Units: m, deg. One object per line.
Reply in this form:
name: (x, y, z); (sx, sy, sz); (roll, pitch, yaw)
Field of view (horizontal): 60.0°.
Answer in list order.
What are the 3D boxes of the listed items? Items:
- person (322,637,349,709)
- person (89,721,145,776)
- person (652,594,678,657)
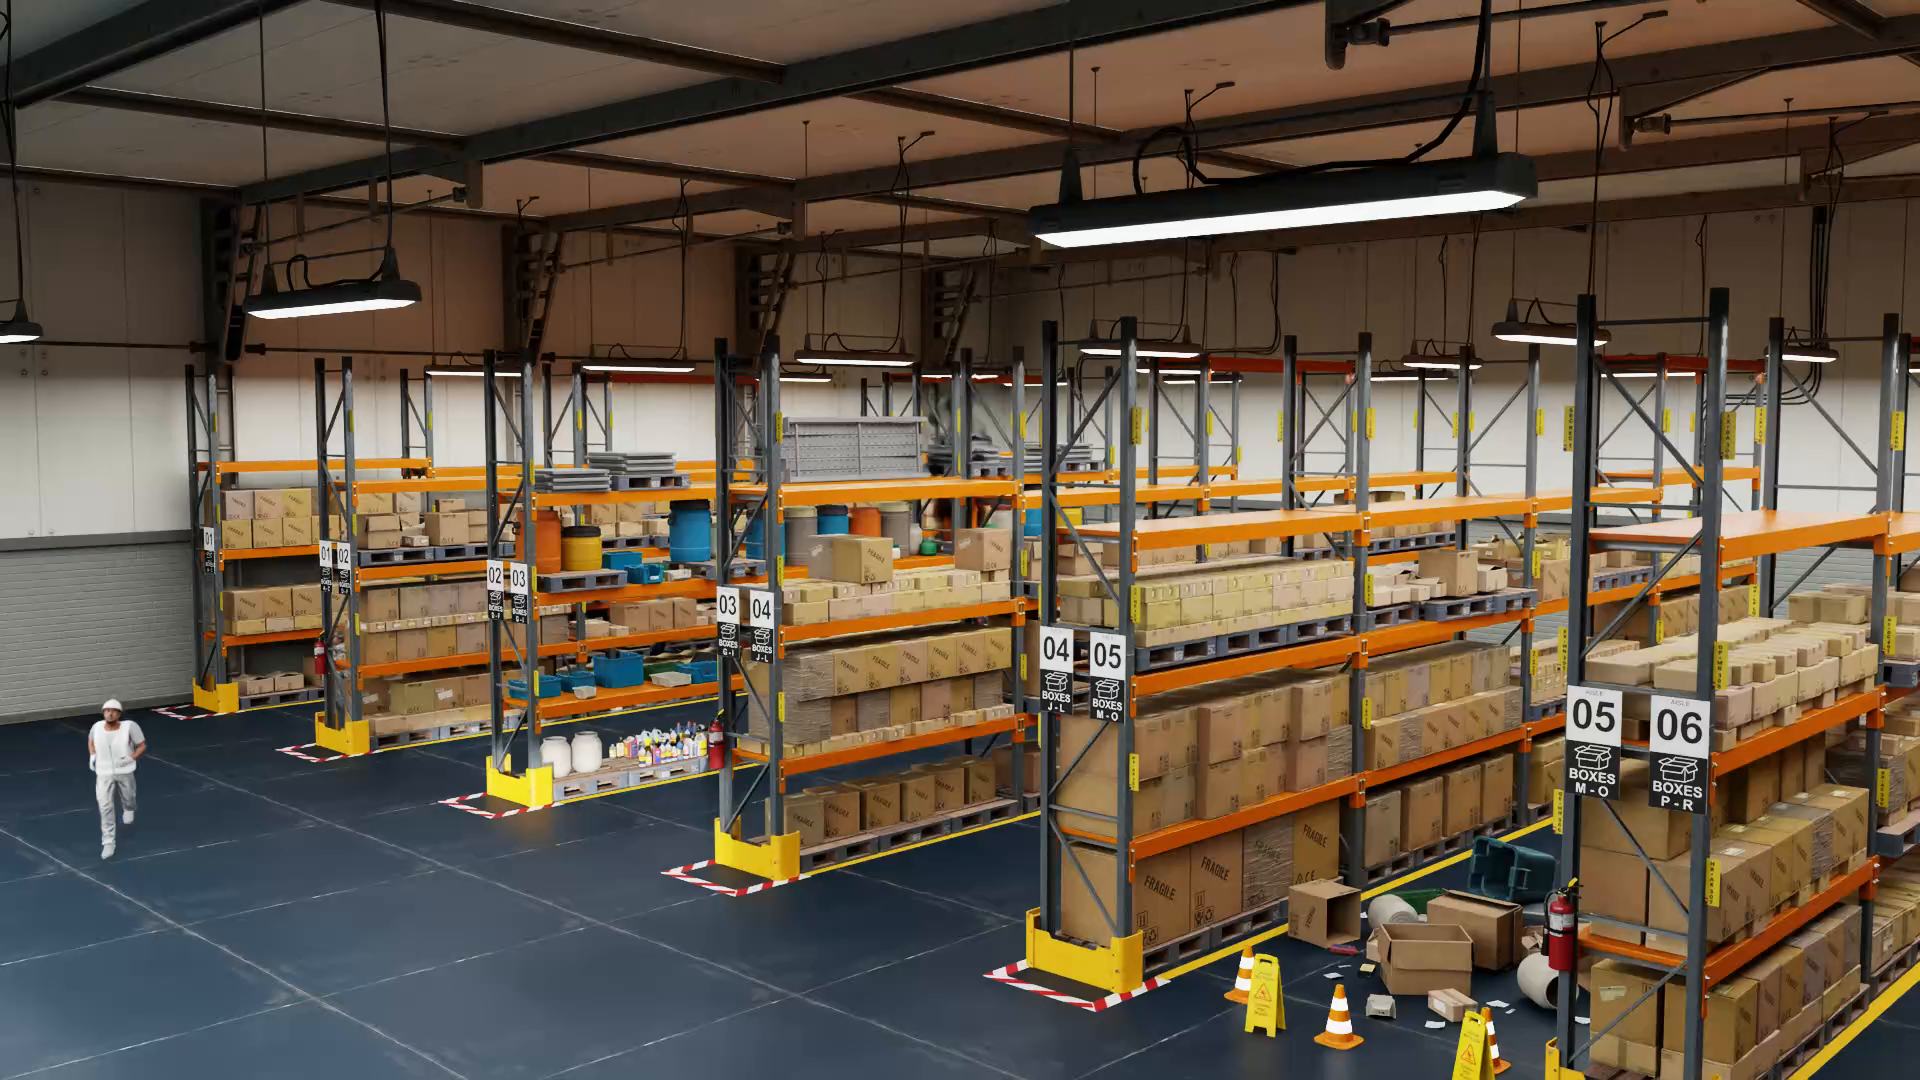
person: (-10.066, 2.285, 26.967); (0.639, 1.613, 0.813); (3, 6, 38)
person: (-10.024, 2.463, 19.766); (0.624, 0.637, 0.458); (-2, 5, -21)
person: (-5.838, 1.866, 32.937); (0.659, 1.602, 0.525); (-4, 6, -42)
